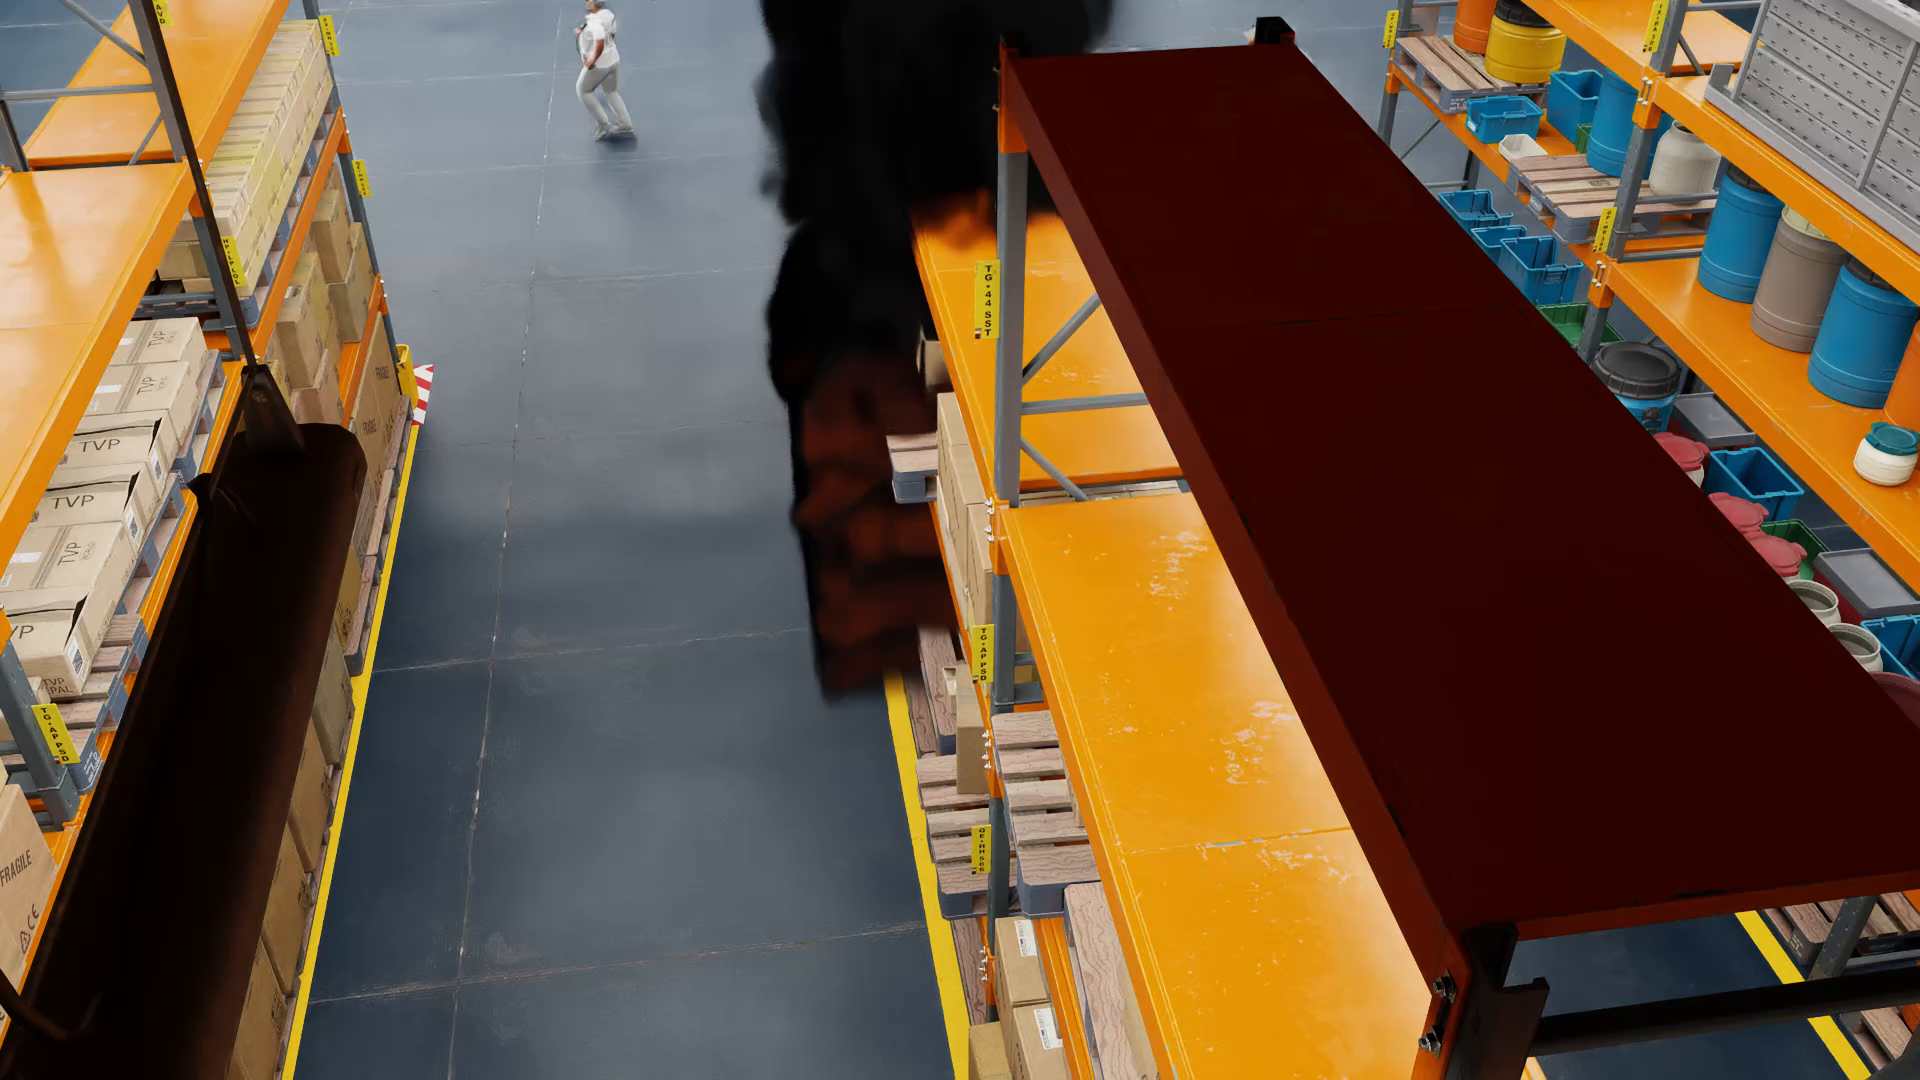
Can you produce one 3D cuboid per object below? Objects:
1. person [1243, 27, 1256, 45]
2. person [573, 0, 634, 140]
[{"bbox_3d":[3.299,-5.044,18.951,0.516,1.632,0.605,12,38,15],"label":"person"},{"bbox_3d":[-4.269,-5.599,19.611,0.696,1.822,0.641,14,39,19],"label":"person"}]
